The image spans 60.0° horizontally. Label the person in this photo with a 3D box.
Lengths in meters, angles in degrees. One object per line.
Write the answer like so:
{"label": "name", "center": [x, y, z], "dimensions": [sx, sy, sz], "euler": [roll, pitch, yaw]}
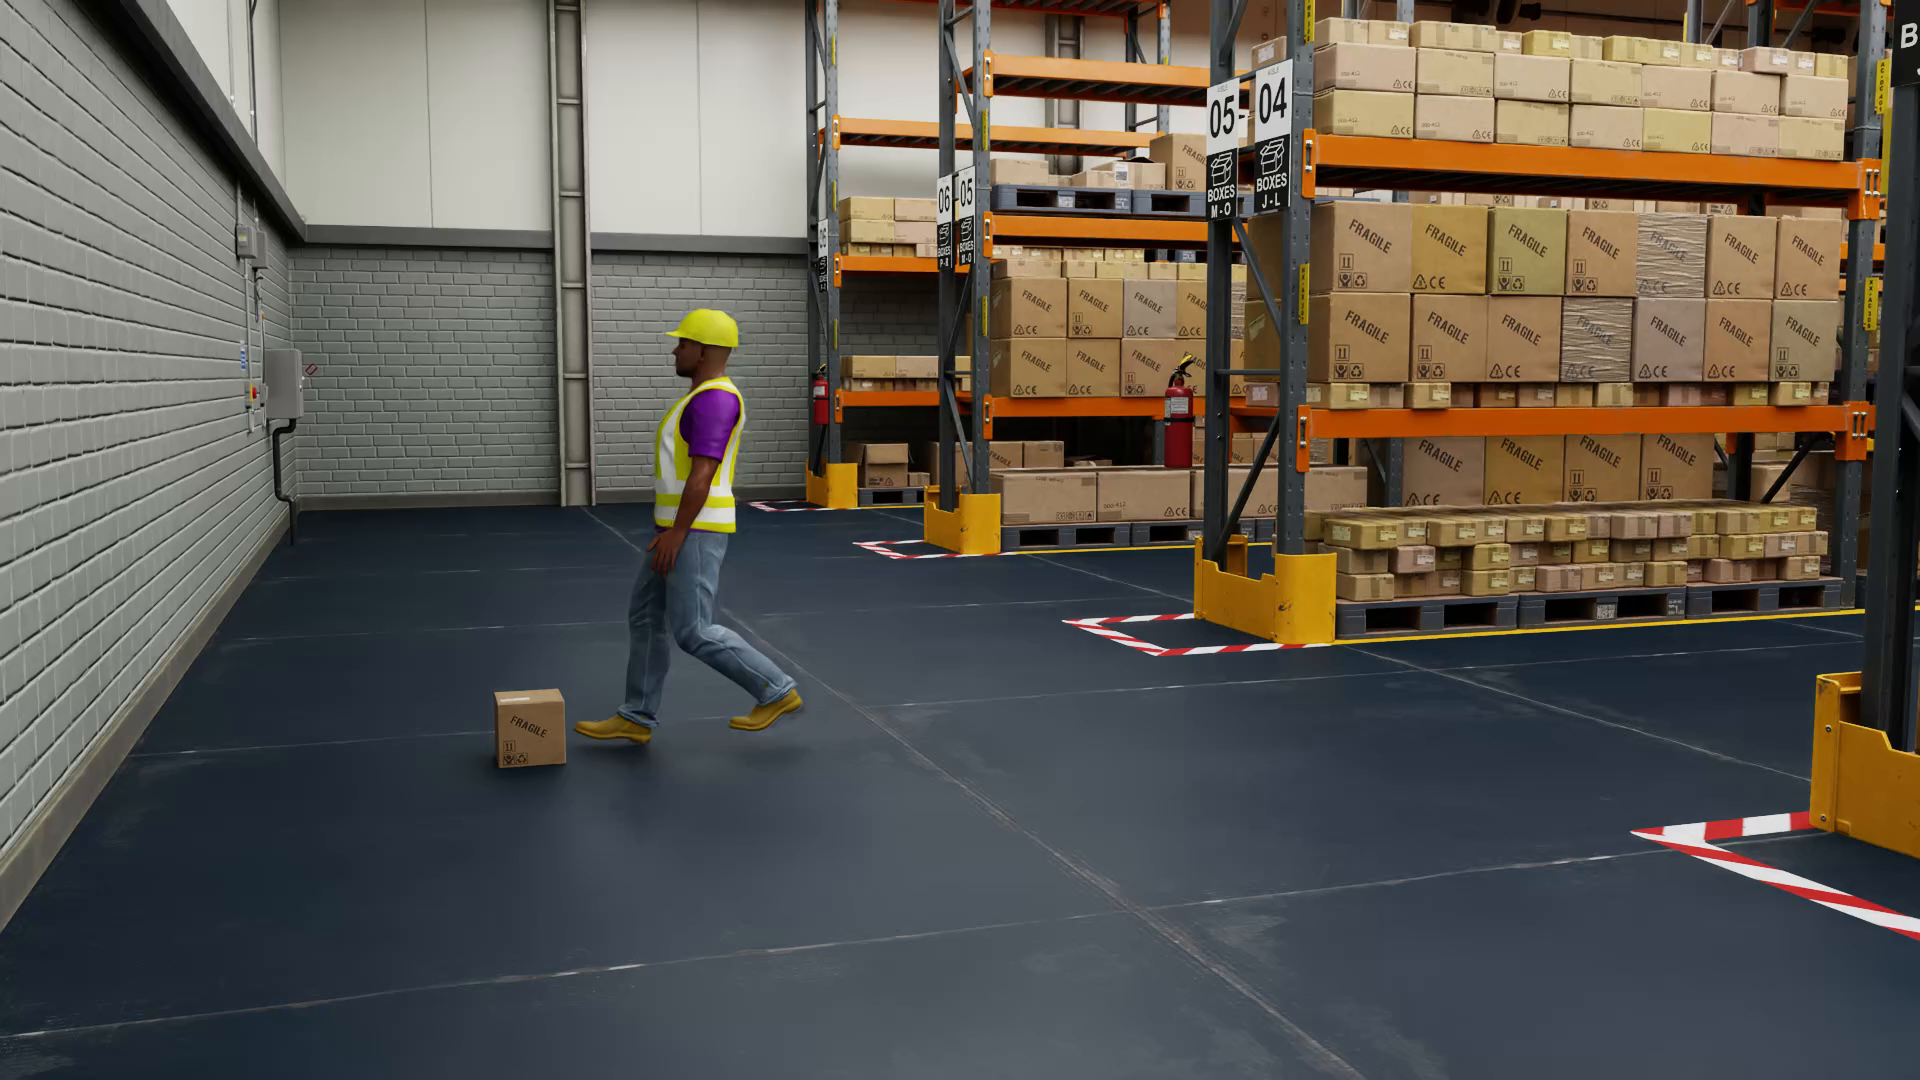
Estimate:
{"label": "person", "center": [-1.096, -0.042, 6.606], "dimensions": [0.882, 1.740, 0.567], "euler": [-2, 6, -16]}
